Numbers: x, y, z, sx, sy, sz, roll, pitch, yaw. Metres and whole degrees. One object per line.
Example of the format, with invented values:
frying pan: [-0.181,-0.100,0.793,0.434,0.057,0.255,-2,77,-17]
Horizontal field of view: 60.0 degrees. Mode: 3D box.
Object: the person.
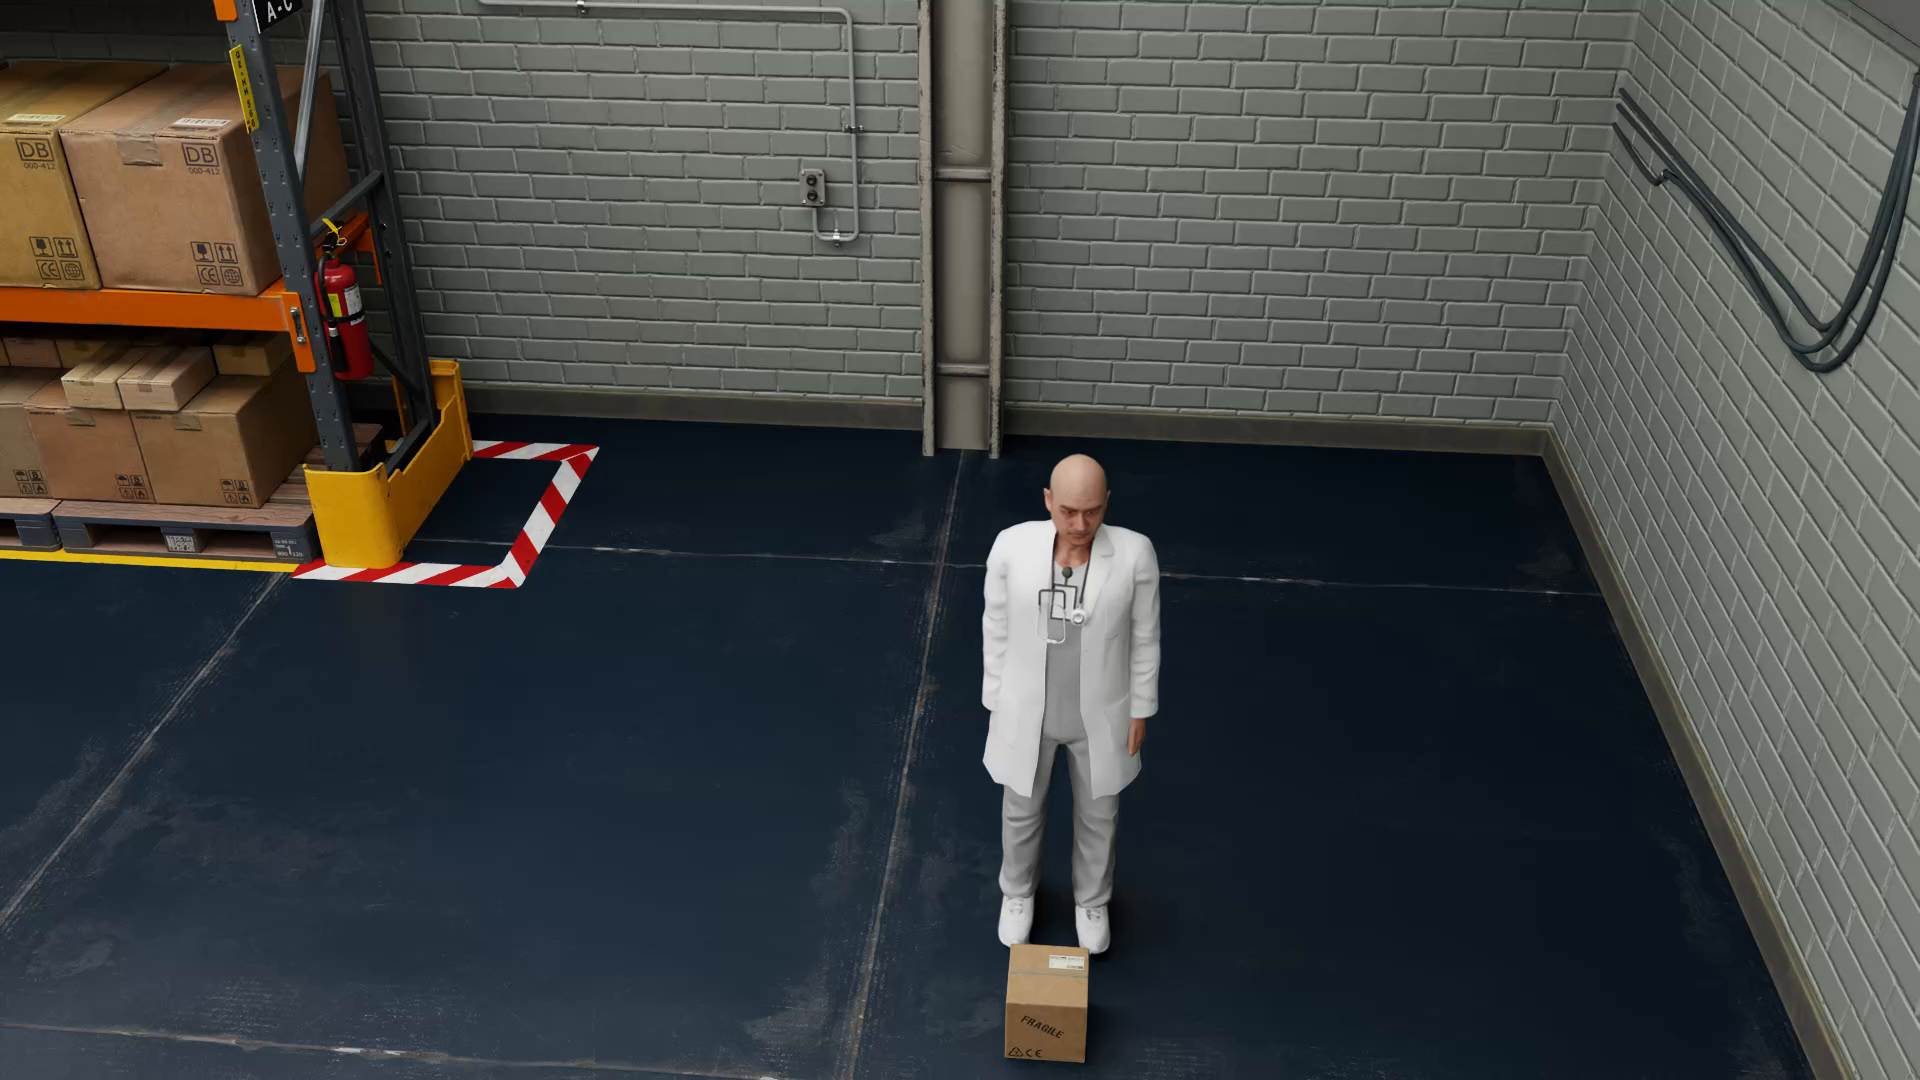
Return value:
person: [0.344,0.590,5.291,0.562,1.671,0.379,3,32,5]
